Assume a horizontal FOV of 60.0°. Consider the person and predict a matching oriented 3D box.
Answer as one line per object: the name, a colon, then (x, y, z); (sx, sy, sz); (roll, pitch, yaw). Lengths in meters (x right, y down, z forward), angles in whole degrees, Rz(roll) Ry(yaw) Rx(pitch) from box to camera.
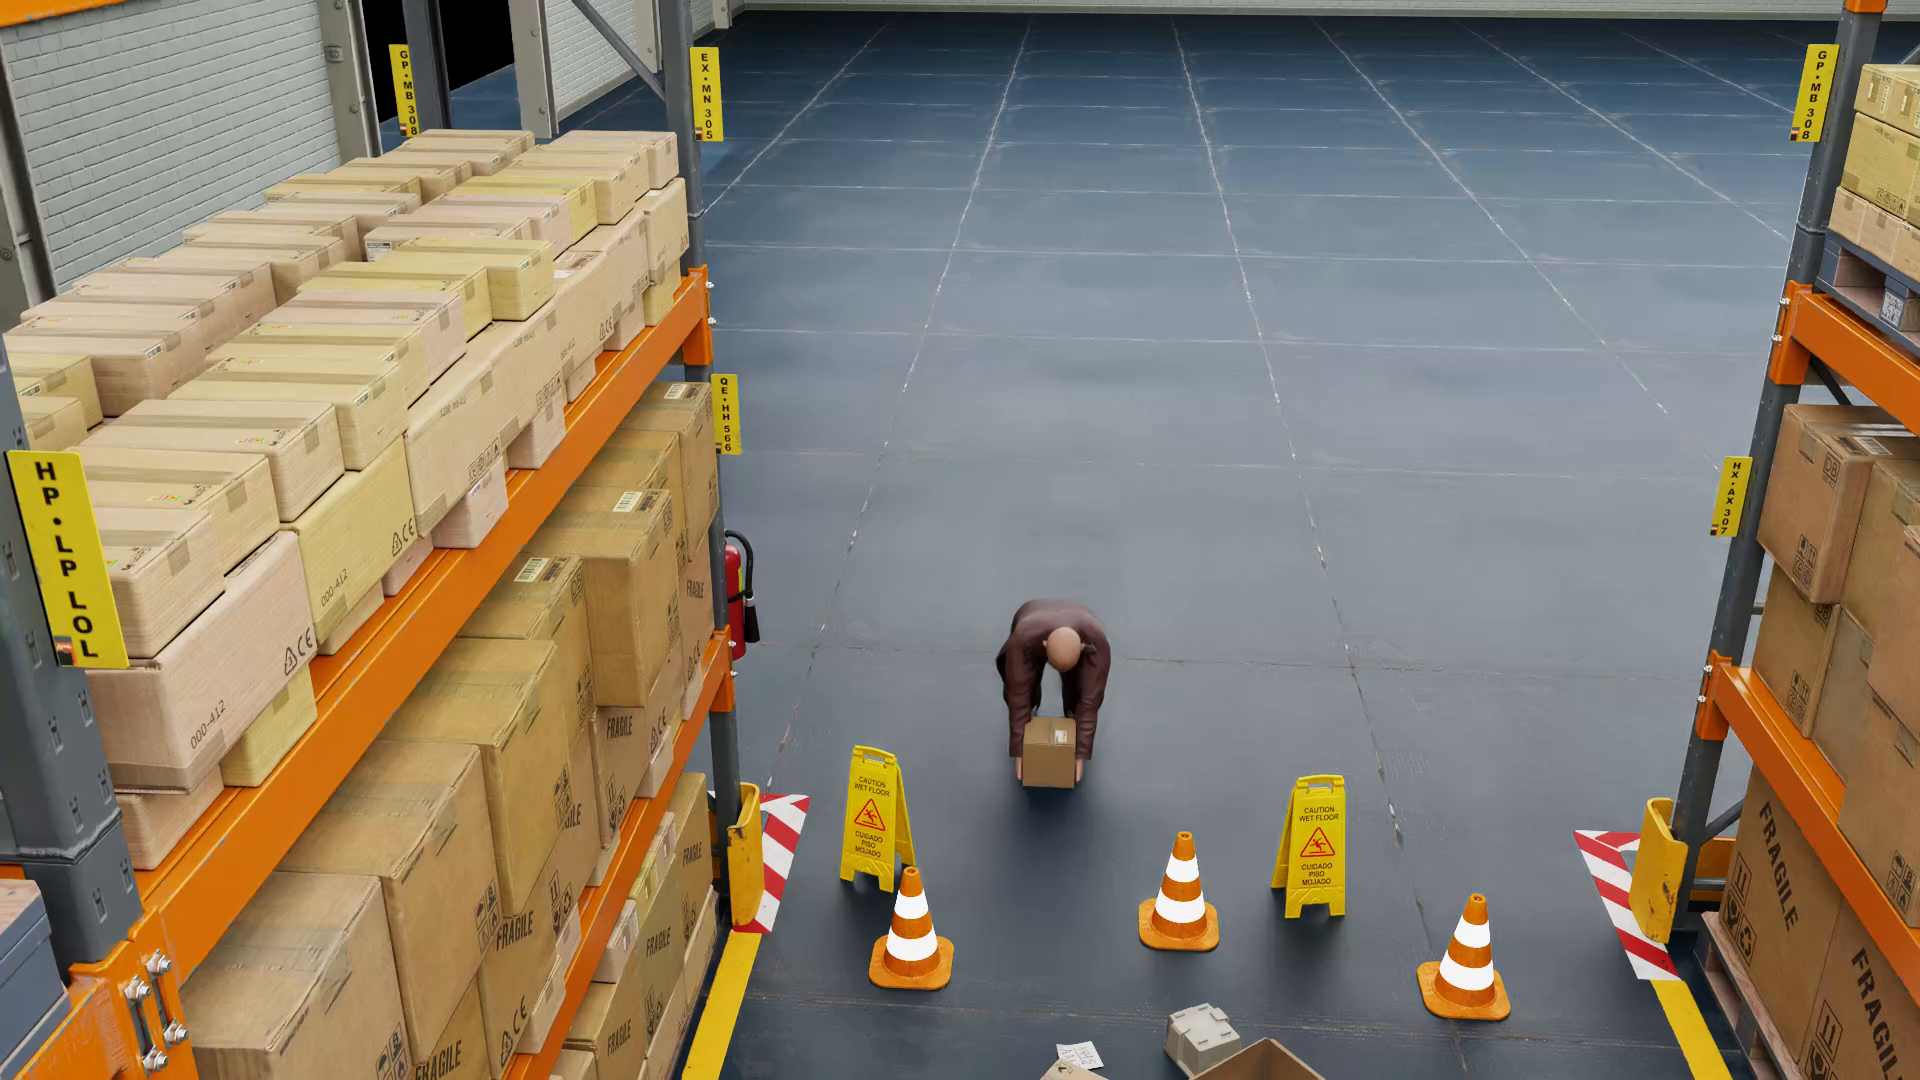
person: (0.466, 0.695, 8.393); (0.581, 0.875, 0.927); (2, 24, 3)
